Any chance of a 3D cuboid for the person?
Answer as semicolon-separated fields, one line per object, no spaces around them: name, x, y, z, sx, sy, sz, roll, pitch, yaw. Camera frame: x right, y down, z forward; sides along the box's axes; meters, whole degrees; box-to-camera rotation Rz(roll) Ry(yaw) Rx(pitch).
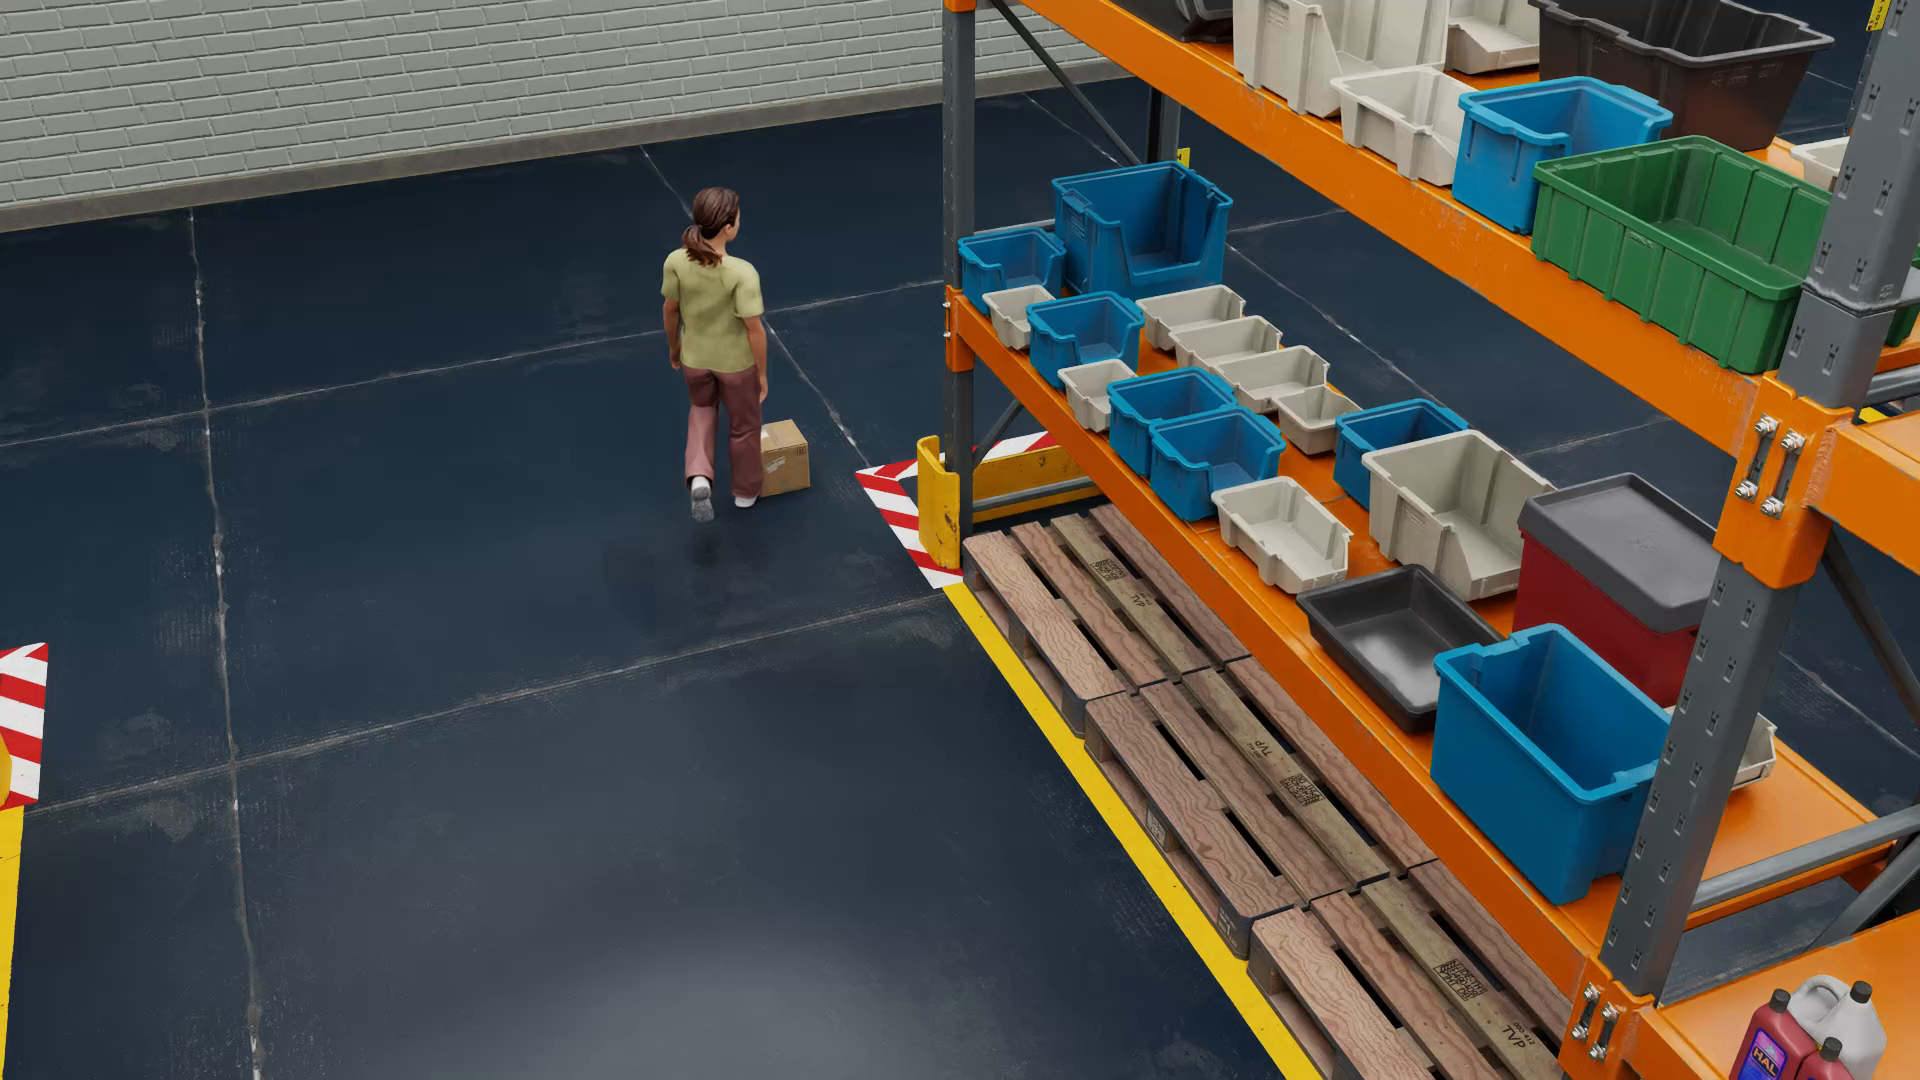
person;-1.041;-0.837;7.345;0.510;1.600;0.678;8;34;11
